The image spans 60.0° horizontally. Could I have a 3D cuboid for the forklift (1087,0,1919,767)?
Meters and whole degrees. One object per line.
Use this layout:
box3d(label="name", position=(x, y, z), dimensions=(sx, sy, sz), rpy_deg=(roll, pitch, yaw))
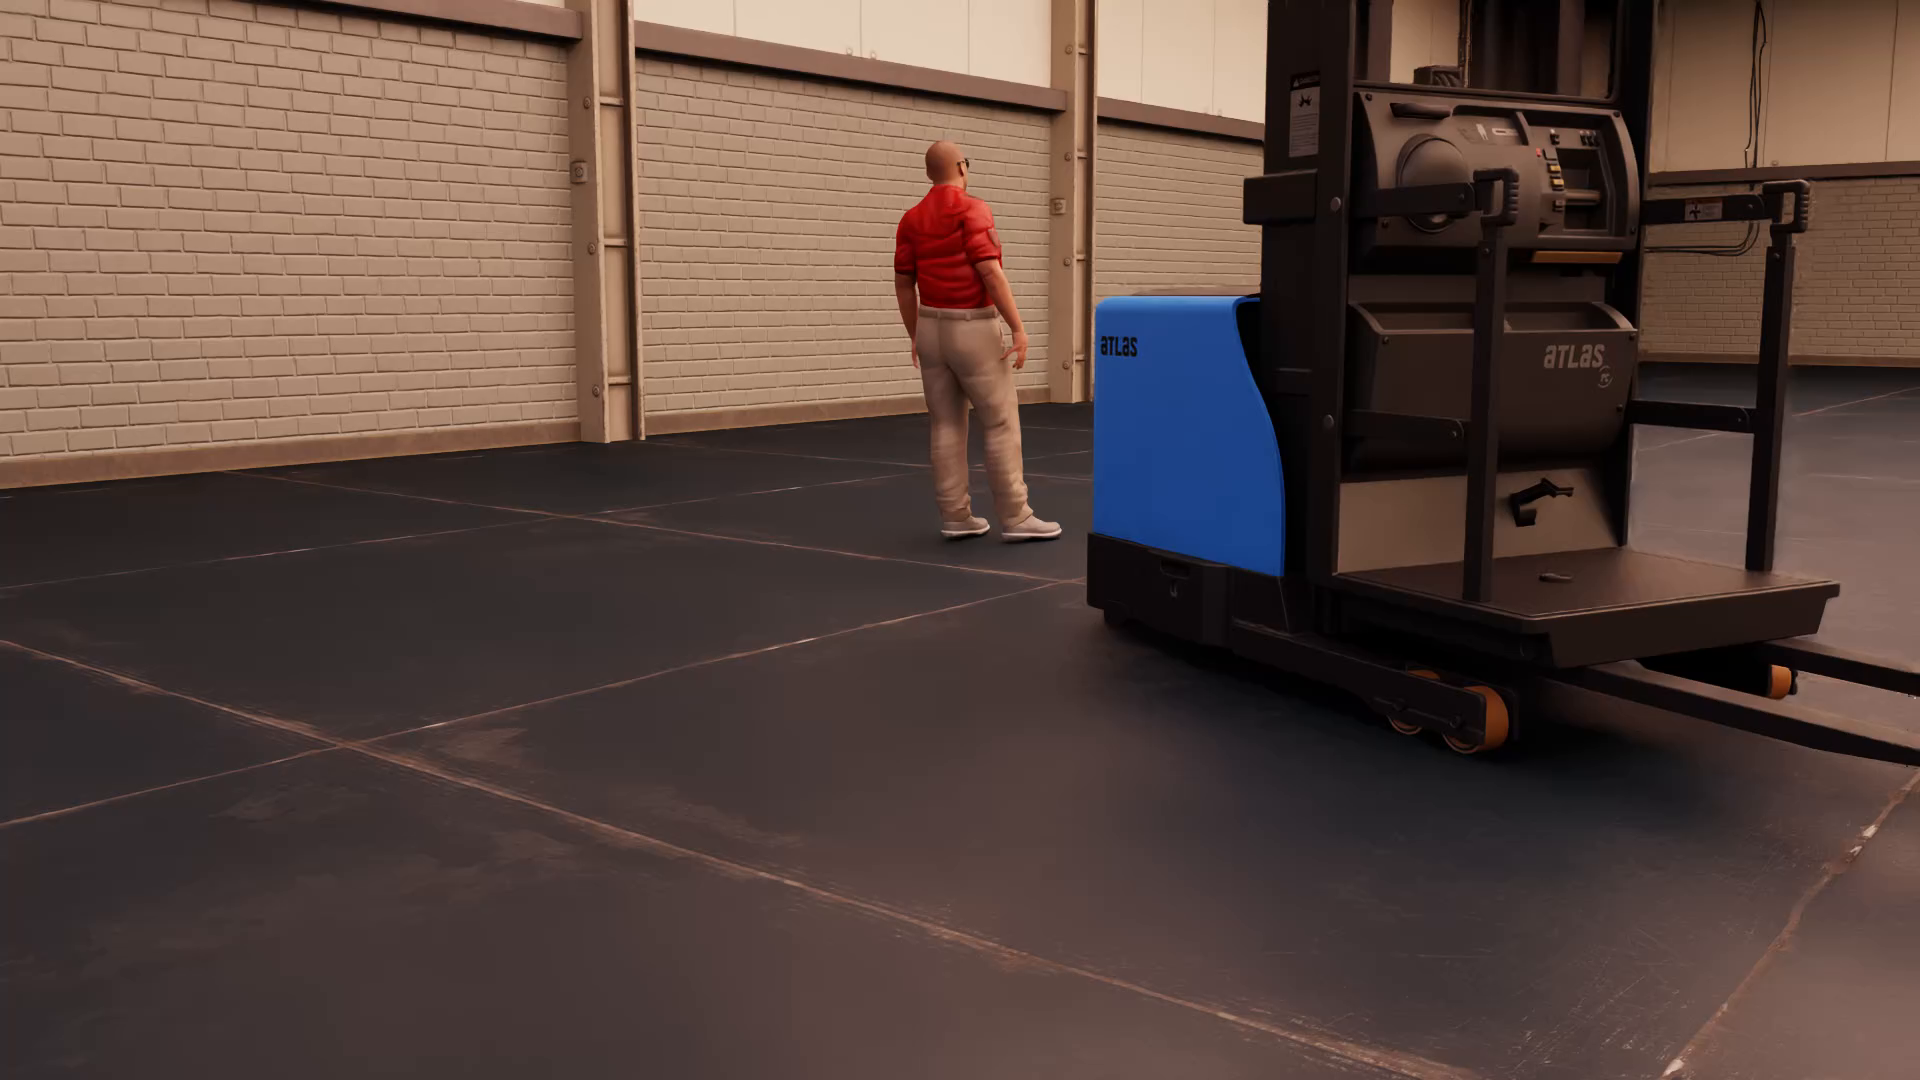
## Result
box3d(label="forklift", position=(1.537, -1.015, 4.220), dimensions=(1.130, 2.935, 3.031), rpy_deg=(-4, 9, -27))

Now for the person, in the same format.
box3d(label="person", position=(0.066, -0.871, 7.340), dimensions=(0.640, 1.727, 0.551), rpy_deg=(7, 11, 38))
